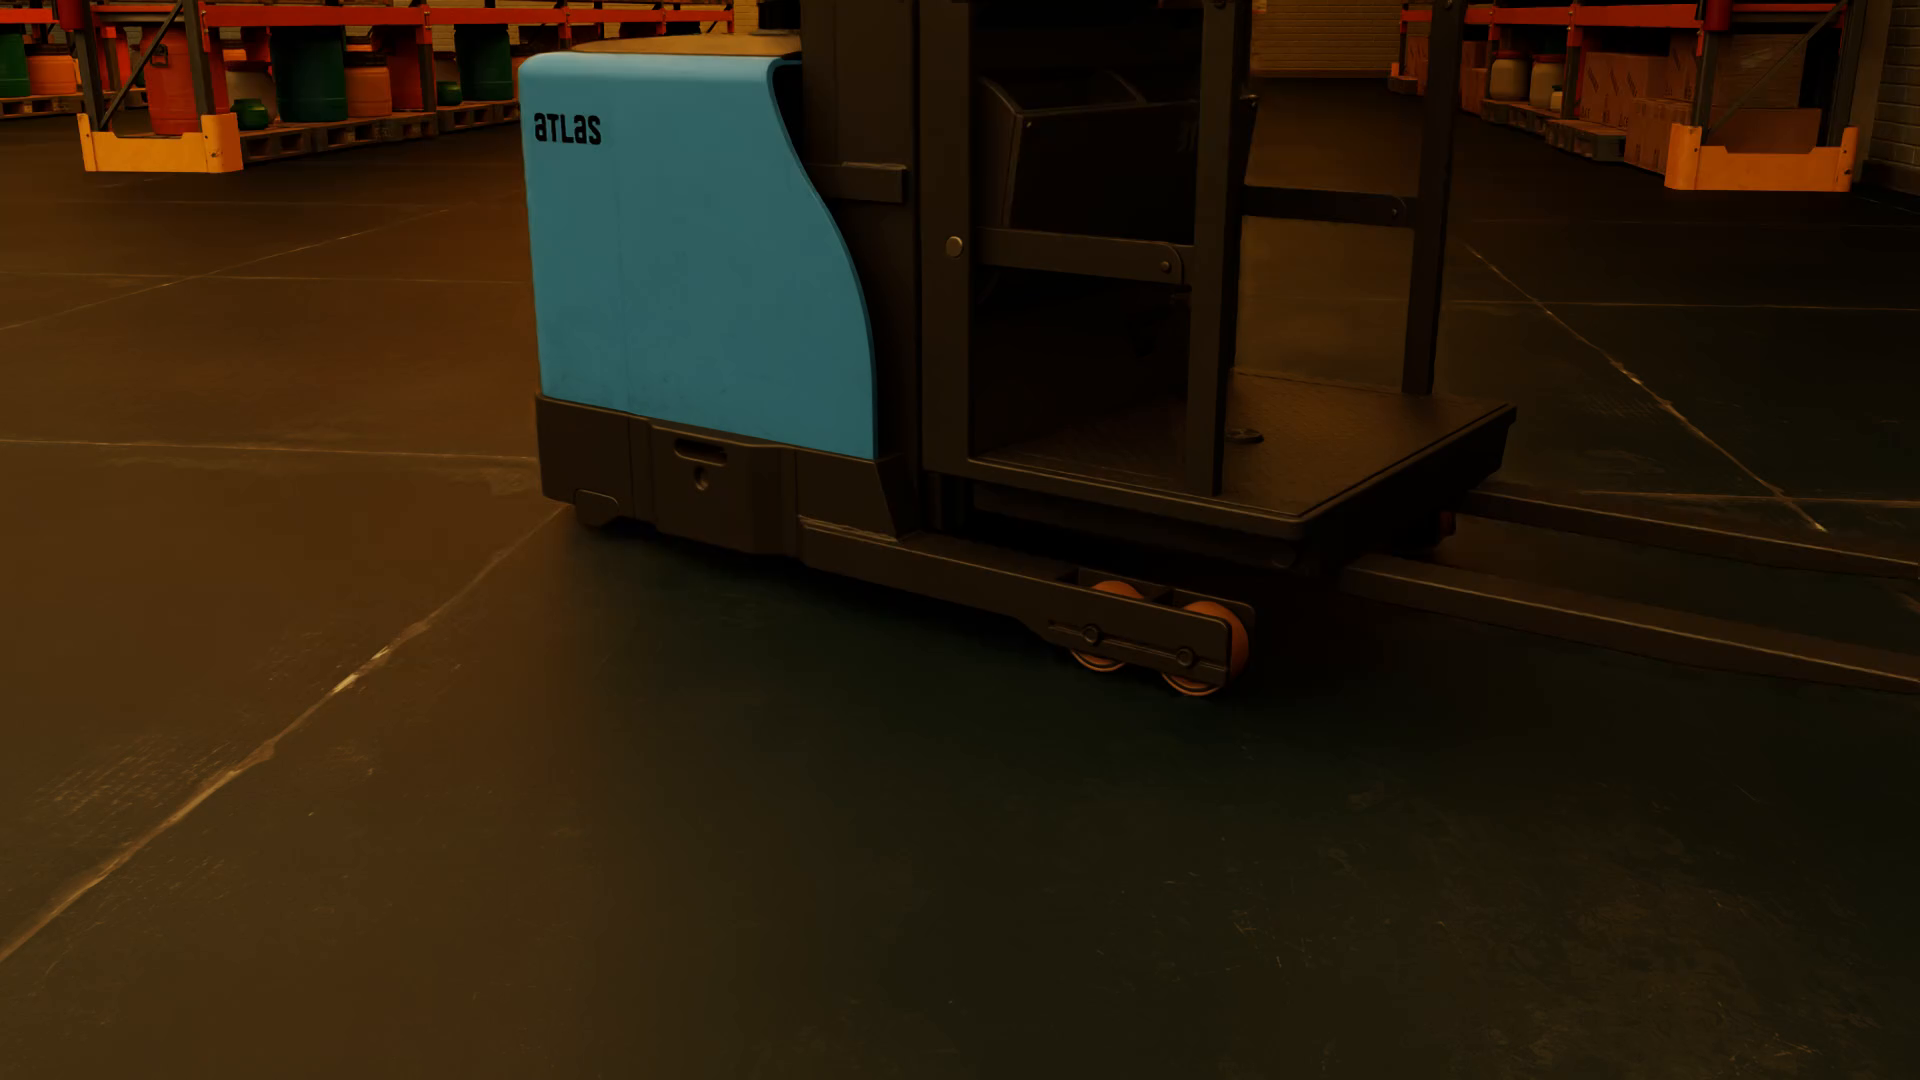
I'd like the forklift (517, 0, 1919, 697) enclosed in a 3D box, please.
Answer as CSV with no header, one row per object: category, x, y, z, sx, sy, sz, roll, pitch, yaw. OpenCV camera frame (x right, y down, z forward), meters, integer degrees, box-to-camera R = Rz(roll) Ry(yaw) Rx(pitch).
forklift,0.496,-1.302,3.080,3.031,2.935,1.130,12,21,34
